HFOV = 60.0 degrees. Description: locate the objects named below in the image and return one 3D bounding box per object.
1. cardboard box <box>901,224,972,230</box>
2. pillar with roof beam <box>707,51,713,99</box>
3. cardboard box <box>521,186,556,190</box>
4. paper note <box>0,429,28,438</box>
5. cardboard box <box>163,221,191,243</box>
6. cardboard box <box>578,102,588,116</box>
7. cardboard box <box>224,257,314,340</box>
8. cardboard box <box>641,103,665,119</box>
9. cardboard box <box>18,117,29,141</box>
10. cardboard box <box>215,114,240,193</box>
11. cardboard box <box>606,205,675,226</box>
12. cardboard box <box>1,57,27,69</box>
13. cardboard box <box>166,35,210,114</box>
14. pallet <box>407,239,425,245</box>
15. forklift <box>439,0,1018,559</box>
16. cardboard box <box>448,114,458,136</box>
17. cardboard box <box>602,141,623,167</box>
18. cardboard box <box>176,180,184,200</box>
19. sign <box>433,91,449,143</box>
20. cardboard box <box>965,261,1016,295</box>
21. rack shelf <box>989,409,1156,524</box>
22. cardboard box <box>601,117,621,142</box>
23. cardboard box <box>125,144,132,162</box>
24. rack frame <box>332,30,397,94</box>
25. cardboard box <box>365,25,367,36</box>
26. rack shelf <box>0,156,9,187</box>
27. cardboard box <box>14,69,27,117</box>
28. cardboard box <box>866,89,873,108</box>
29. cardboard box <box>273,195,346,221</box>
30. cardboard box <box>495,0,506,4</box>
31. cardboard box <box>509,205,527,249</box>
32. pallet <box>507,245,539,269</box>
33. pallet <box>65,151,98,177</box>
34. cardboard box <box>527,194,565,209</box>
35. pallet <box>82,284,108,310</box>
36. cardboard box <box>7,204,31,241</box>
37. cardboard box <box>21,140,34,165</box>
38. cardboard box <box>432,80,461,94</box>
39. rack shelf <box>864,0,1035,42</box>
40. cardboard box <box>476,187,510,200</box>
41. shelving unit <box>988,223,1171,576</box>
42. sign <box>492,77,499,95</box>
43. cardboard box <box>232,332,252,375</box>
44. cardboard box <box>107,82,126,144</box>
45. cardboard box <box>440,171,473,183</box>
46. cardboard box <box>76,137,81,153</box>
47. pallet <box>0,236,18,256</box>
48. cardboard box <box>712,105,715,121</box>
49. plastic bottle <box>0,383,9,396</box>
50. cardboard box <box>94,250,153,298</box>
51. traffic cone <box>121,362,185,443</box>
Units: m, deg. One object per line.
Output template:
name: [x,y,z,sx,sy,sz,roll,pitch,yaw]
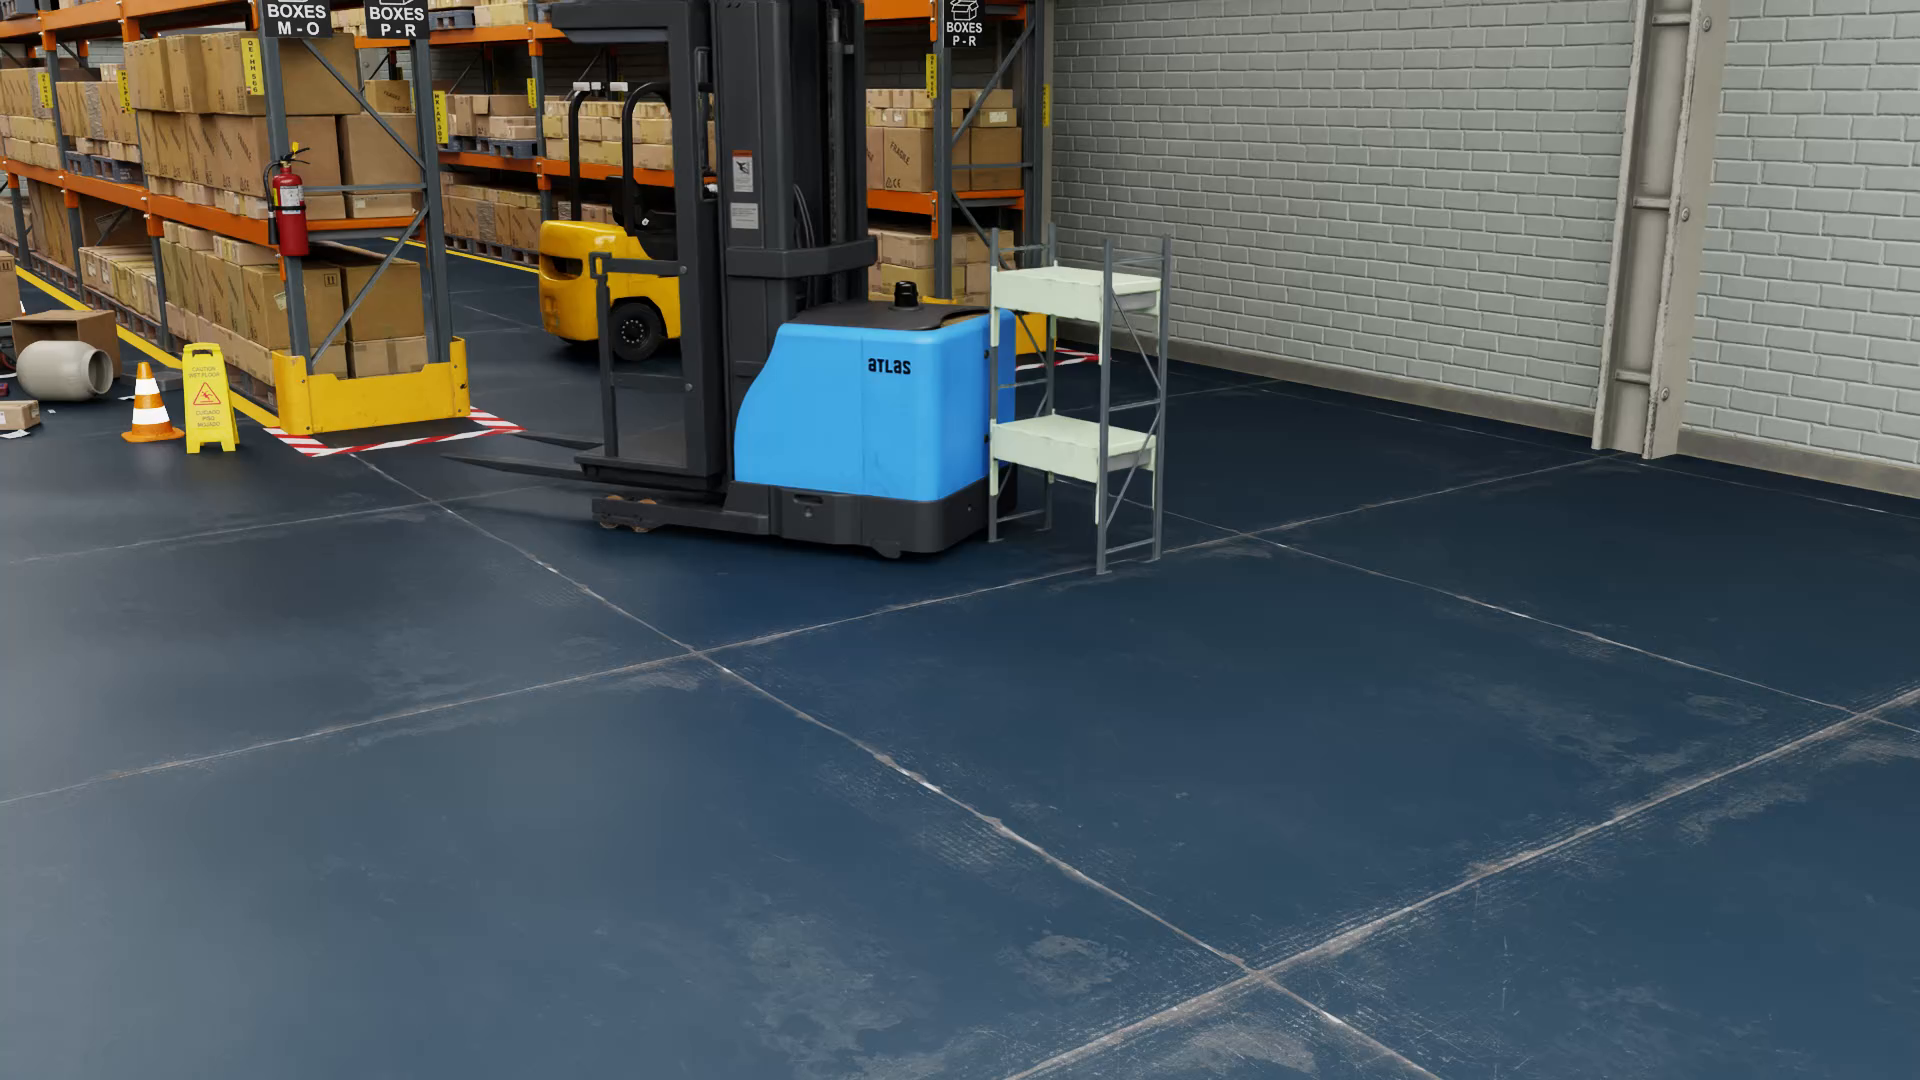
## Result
cardboard box: [-0.194,-2.578,14.332,0.500,0.250,0.500,-11,19,-34]
pillar with roof beam: [-6.459,-6.776,15.788,9.100,9.000,0.400,-11,19,-35]
cardboard box: [-5.455,-4.491,21.514,0.380,0.149,0.250,-12,19,-37]
paper note: [-5.947,-0.671,10.469,0.142,0.019,0.148,10,18,33]
cardboard box: [-5.980,-2.411,12.967,0.380,0.149,0.250,-11,19,-34]
cardboard box: [-4.029,-4.775,18.423,0.380,0.149,0.250,-11,19,-34]
cardboard box: [-4.773,-1.689,11.559,0.500,0.500,0.500,-10,18,-33]
cardboard box: [-3.030,-4.383,16.991,0.380,0.149,0.250,-12,19,-36]
cardboard box: [-9.903,-4.477,18.088,0.500,0.250,0.500,-12,19,-36]
cardboard box: [-4.614,-2.582,11.076,0.500,0.500,0.500,-11,19,-34]
cardboard box: [-3.330,-3.329,18.261,0.875,0.625,0.625,-12,19,-37]
cardboard box: [-11.275,-5.632,19.660,0.380,0.149,0.250,-11,19,-36]
cardboard box: [-4.933,-3.161,11.297,0.700,0.500,0.500,-11,19,-35]
pallet: [-7.227,-4.345,23.553,1.003,0.211,1.213,-11,19,-35]
forklift: [-1.272,-1.566,8.247,3.031,2.935,1.130,7,17,24]
cardboard box: [-6.317,-5.325,21.309,0.396,0.266,0.258,-10,18,-32]
cardboard box: [-3.505,-4.156,17.864,0.500,0.250,0.500,-10,18,-33]
cardboard box: [-5.719,-2.670,12.624,0.380,0.149,0.250,-10,18,-33]
sign: [-3.342,-2.712,10.662,0.100,0.325,0.005,-11,19,-35]
cardboard box: [0.123,-2.231,14.012,0.500,0.250,0.500,-10,18,-34]
rack shelf: [0.534,-0.355,7.766,0.431,0.370,0.720,-13,20,-39]
cardboard box: [-3.501,-4.399,17.803,0.500,0.250,0.500,-11,19,-34]
cardboard box: [-6.800,-3.272,14.028,0.380,0.149,0.250,-12,19,-36]
rack frame: [-9.176,-6.398,25.769,1.000,3.000,0.127,-11,19,-35]
cardboard box: [-8.203,-7.224,23.583,0.380,0.149,0.250,-10,18,-33]
rack shelf: [-12.013,-4.852,21.486,1.077,0.370,4.000,-11,19,-35]
cardboard box: [-9.887,-4.843,18.005,0.500,0.500,0.500,-11,19,-35]
cardboard box: [-0.581,-3.694,13.908,0.380,0.149,0.250,-11,19,-34]
cardboard box: [-4.174,-2.135,10.672,0.380,0.149,0.250,-10,18,-33]
cardboard box: [-5.327,-6.459,19.841,0.380,0.149,0.250,-11,19,-35]
cardboard box: [-5.180,-3.852,20.407,0.500,0.500,0.500,-11,19,-35]
pallet: [-4.880,-3.510,20.500,1.003,0.211,1.213,-11,19,-35]
pallet: [-7.980,-3.690,16.240,1.213,0.211,1.003,-11,19,-35]
cardboard box: [-4.967,-4.065,19.958,0.380,0.149,0.250,-12,19,-37]
pallet: [-8.027,-2.406,16.467,1.003,0.211,1.213,-11,19,-35]
cardboard box: [-11.646,-4.081,21.362,0.875,0.438,0.875,-12,19,-36]
cardboard box: [-9.911,-4.235,18.150,0.500,0.250,0.500,-11,19,-35]
cardboard box: [-7.484,-6.336,23.843,0.500,0.500,0.500,-11,19,-36]
rack shelf: [-0.944,-4.508,14.546,1.077,0.370,4.000,-11,19,-35]
cardboard box: [-6.010,-4.466,21.424,0.380,0.149,0.250,-10,18,-33]
shelving unit: [0.534,-0.669,7.680,0.431,1.500,0.755,-13,20,-39]
sign: [-6.377,-6.189,22.813,0.100,0.325,0.005,-11,19,-35]
cardboard box: [-4.772,-1.329,11.663,0.500,0.250,0.500,-11,19,-34]
cardboard box: [-6.883,-3.627,14.098,0.500,0.500,0.500,-11,19,-34]
cardboard box: [-6.779,-4.888,22.402,0.380,0.149,0.250,-11,19,-35]
cardboard box: [-8.181,-3.770,15.849,0.380,0.149,0.250,-12,20,-38]
pallet: [-11.942,-3.863,21.789,1.003,0.211,1.213,-11,19,-35]
cardboard box: [-2.145,-4.088,15.910,0.380,0.149,0.250,-11,19,-35]
plastic bottle: [-6.891,-1.080,11.907,0.133,0.061,0.283,-7,17,-25]
cardboard box: [-7.720,-2.575,15.984,0.950,0.372,0.625,-11,19,-36]
traffic cone: [-5.077,-0.878,10.407,0.336,0.463,0.334,-11,19,-35]
